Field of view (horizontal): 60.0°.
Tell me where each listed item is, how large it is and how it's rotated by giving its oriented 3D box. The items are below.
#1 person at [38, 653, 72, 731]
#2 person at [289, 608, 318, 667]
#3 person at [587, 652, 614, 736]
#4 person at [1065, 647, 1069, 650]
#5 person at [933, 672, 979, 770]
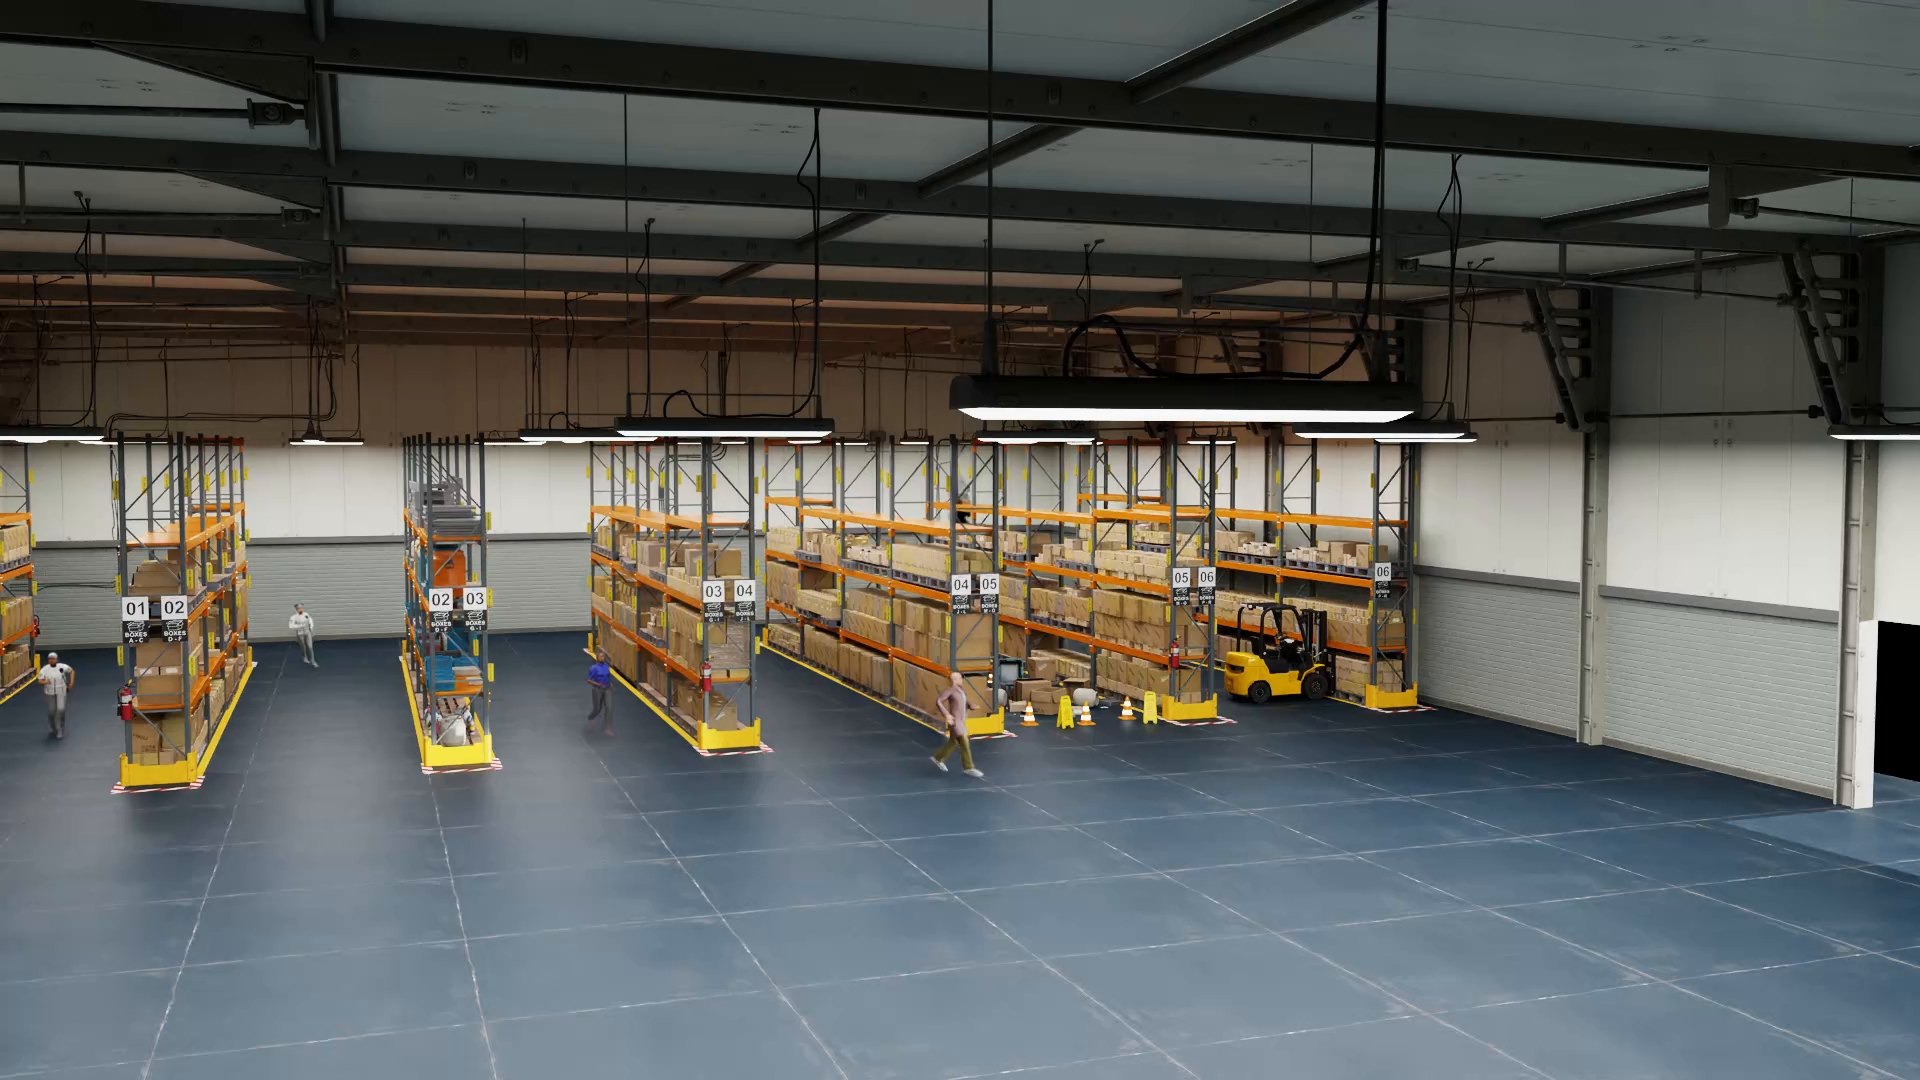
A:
[{"bbox_3d":[-17.951,2.983,32.996,0.573,1.533,0.758,-1,3,-23],"label":"person"},{"bbox_3d":[-17.259,2.504,43.582,0.632,1.648,0.876,-2,4,-35],"label":"person"},{"bbox_3d":[-7.189,3.055,33.279,0.583,1.659,0.898,-3,4,-39],"label":"person"},{"bbox_3d":[2.727,2.332,45.879,0.663,1.592,0.980,-1,3,-19],"label":"person"},{"bbox_3d":[-0.089,3.247,29.015,0.876,1.473,0.708,1,3,20],"label":"person"}]
